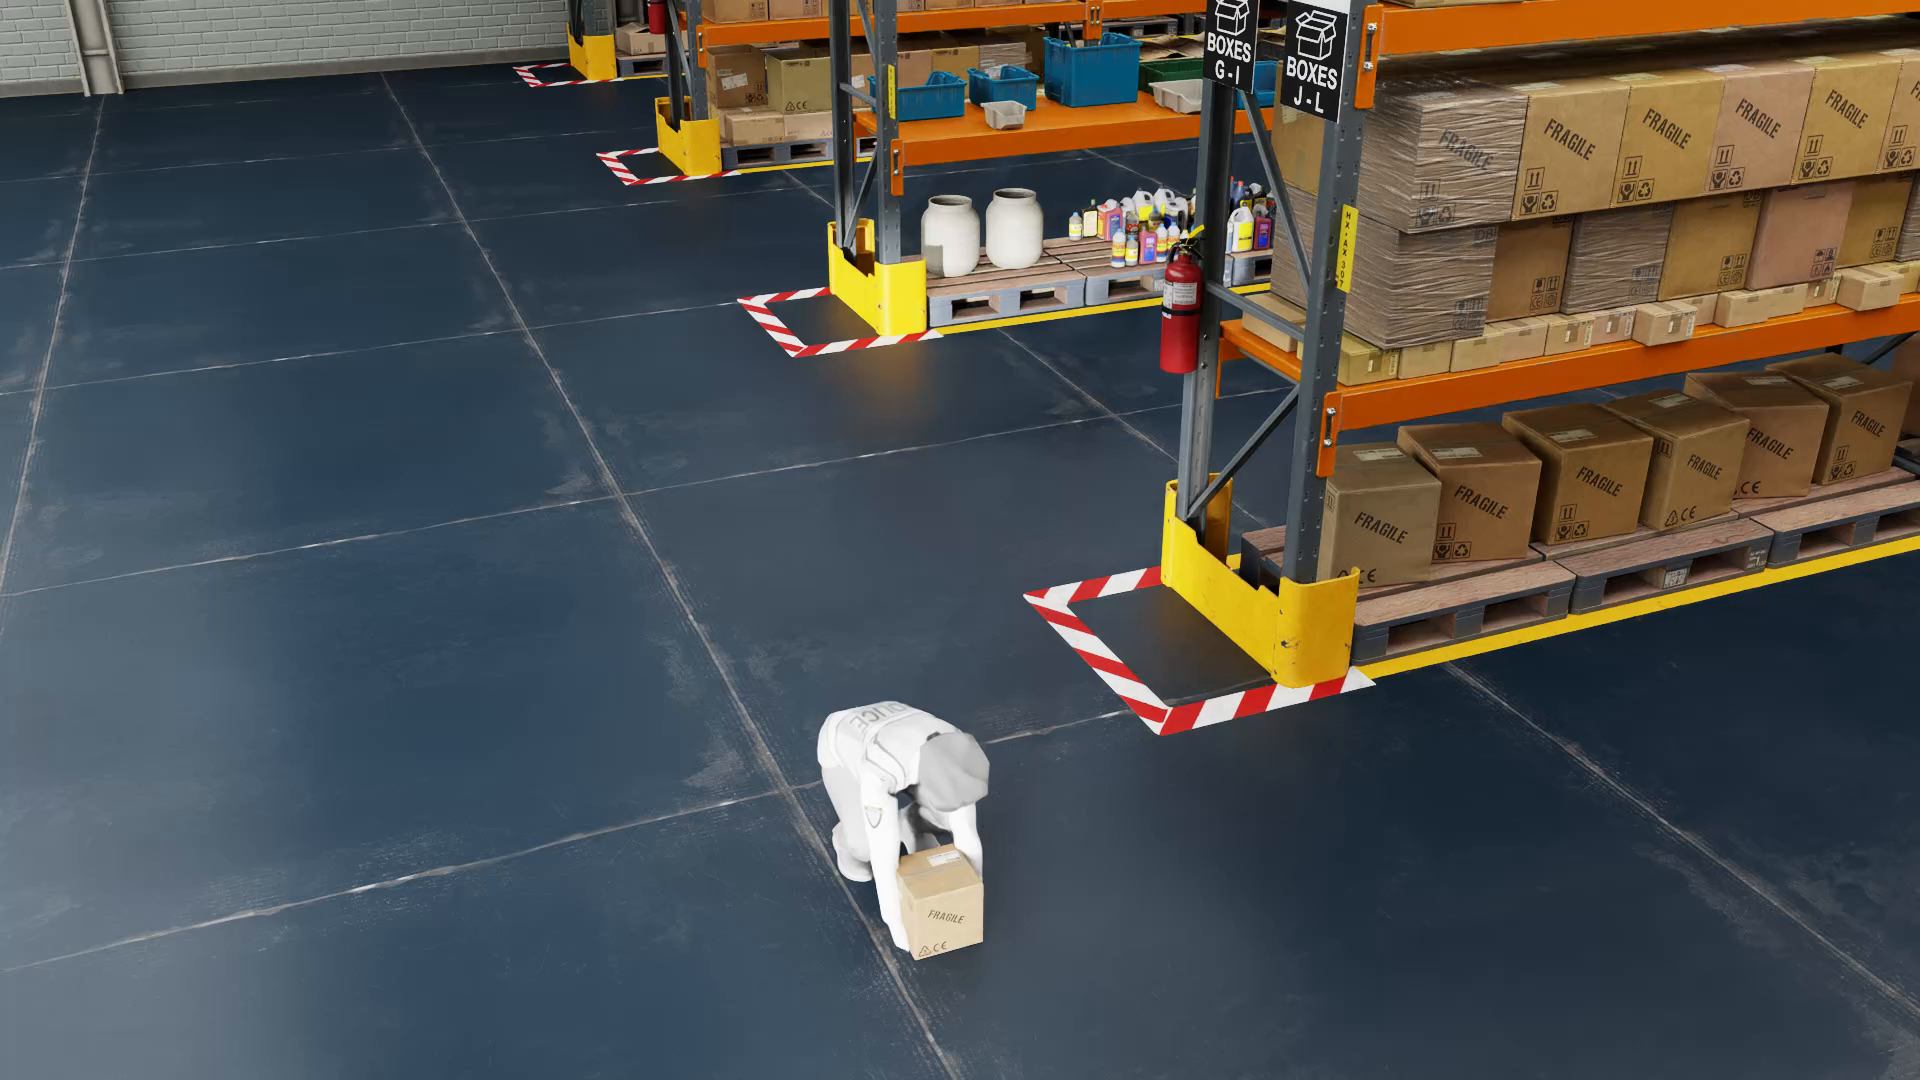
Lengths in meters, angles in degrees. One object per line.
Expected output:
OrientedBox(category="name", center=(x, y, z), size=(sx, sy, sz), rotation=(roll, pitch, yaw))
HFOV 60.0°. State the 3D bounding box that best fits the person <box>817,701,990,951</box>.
OrientedBox(category="person", center=(-0.201, 0.912, 5.843), size=(0.473, 0.853, 0.886), rotation=(-11, 28, -21))
